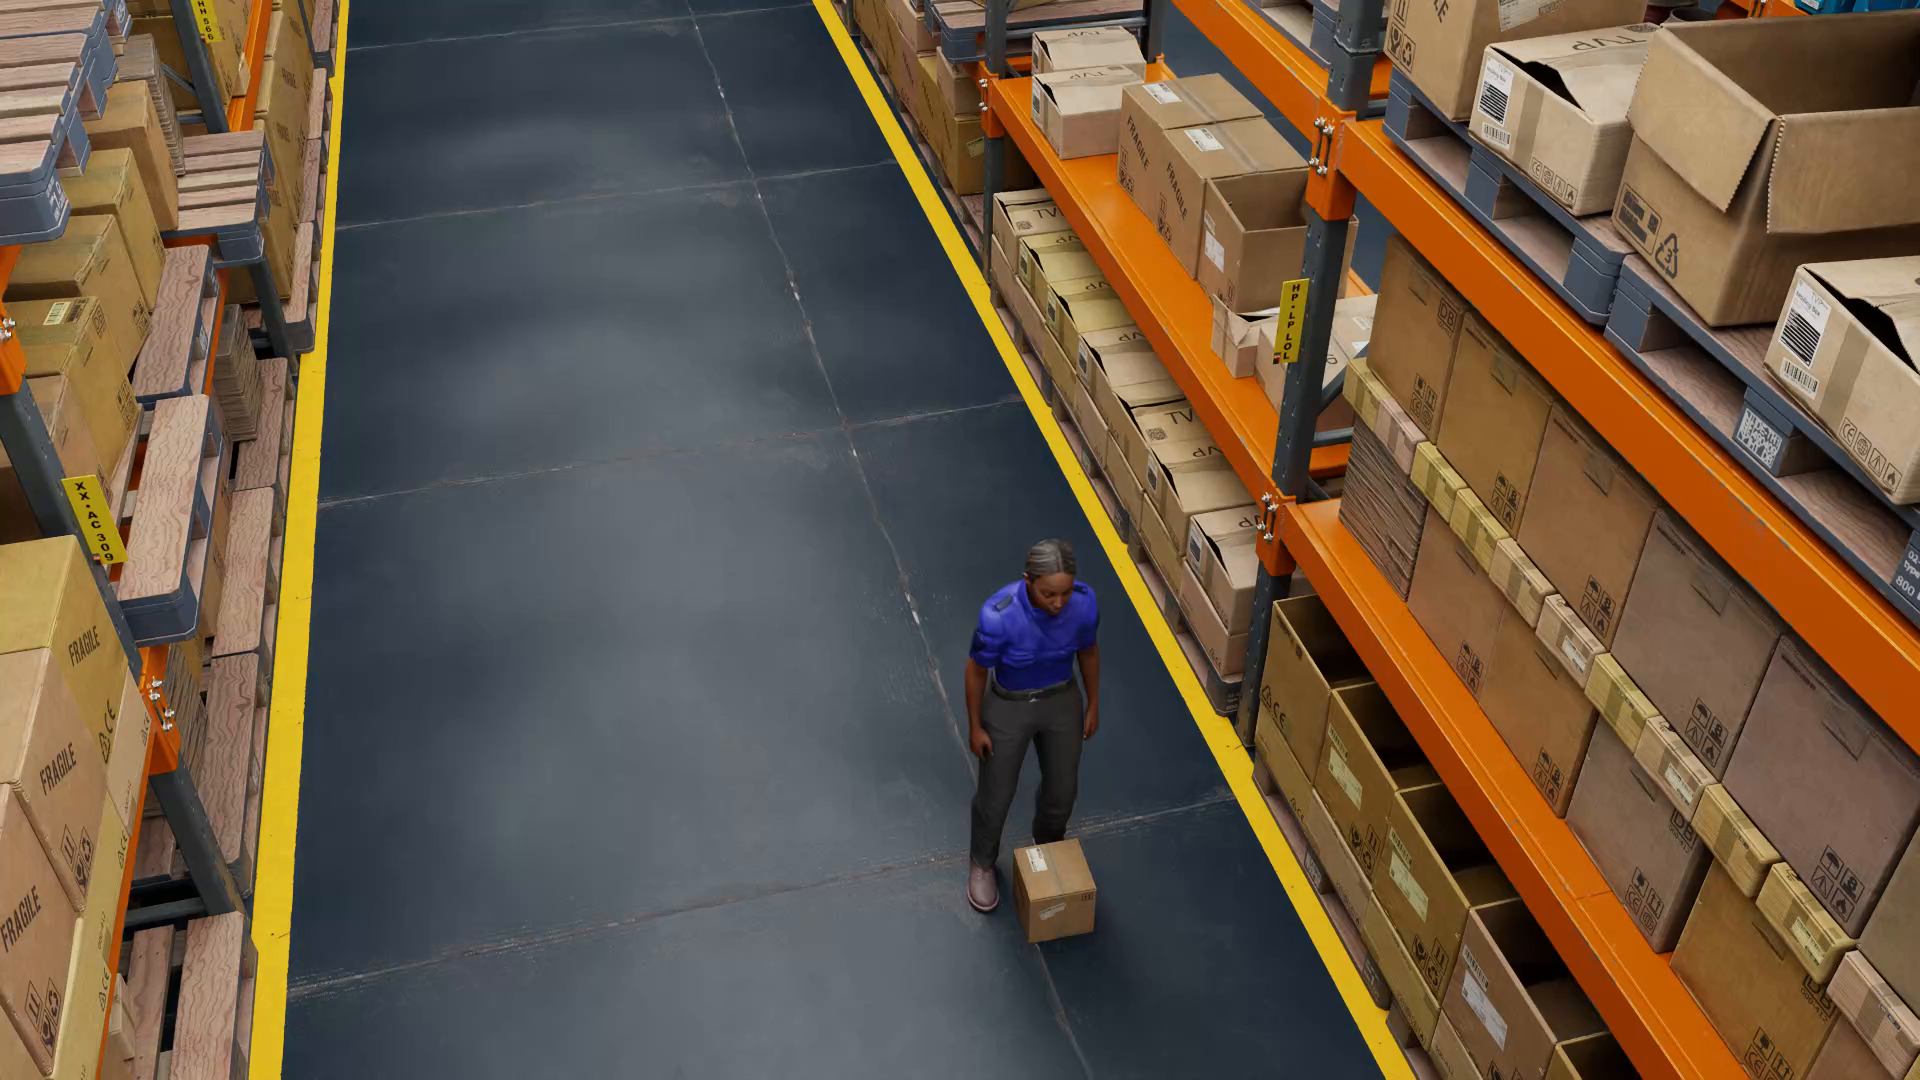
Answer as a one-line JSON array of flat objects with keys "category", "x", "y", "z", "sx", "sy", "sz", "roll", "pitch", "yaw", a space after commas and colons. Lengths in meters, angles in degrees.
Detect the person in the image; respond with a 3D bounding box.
[{"category": "person", "x": 0.255, "y": 0.626, "z": 5.929, "sx": 0.514, "sy": 1.654, "sz": 0.352, "roll": -10, "pitch": 39, "yaw": -12}]
